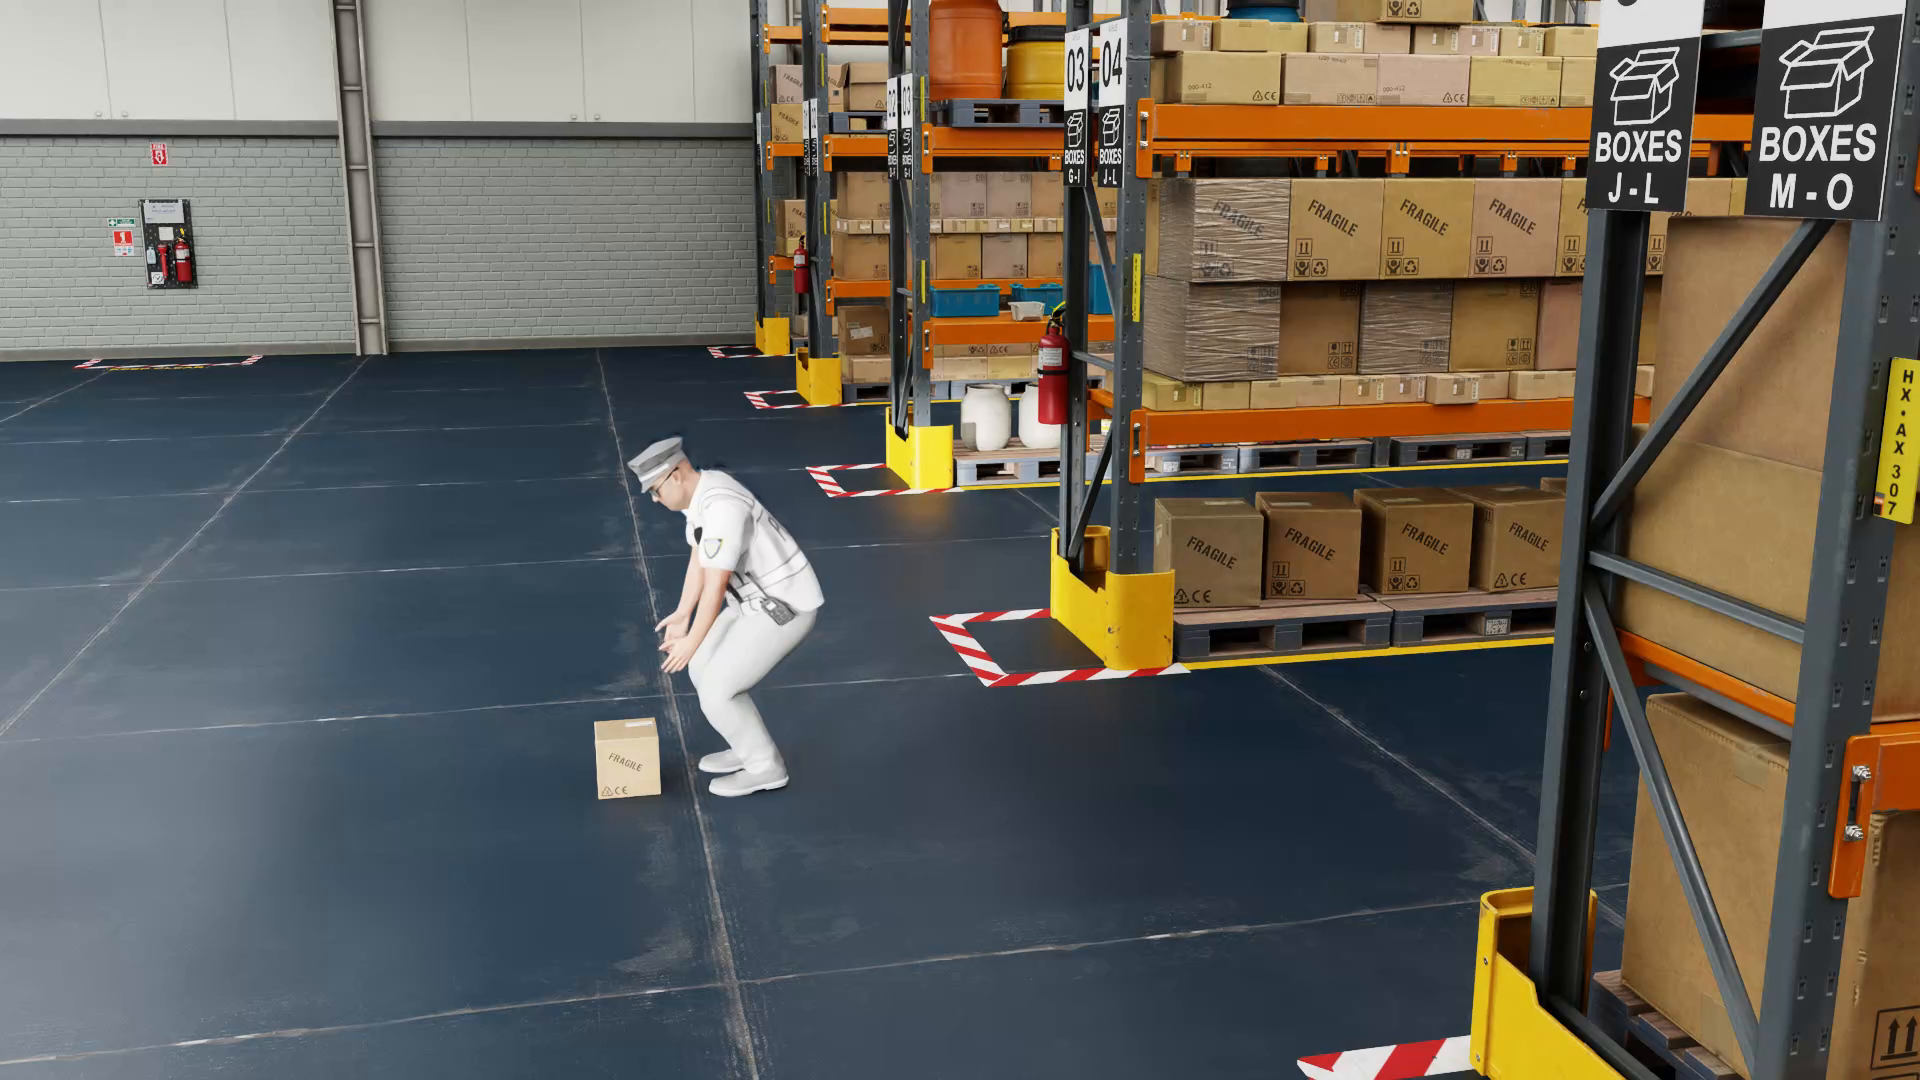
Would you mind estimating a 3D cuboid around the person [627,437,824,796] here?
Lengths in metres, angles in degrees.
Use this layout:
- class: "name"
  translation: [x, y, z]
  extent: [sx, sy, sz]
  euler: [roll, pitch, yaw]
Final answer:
- class: "person"
  translation: [-0.943, 0.300, 6.798]
  extent: [0.772, 1.468, 0.589]
  euler: [-3, 13, -13]
